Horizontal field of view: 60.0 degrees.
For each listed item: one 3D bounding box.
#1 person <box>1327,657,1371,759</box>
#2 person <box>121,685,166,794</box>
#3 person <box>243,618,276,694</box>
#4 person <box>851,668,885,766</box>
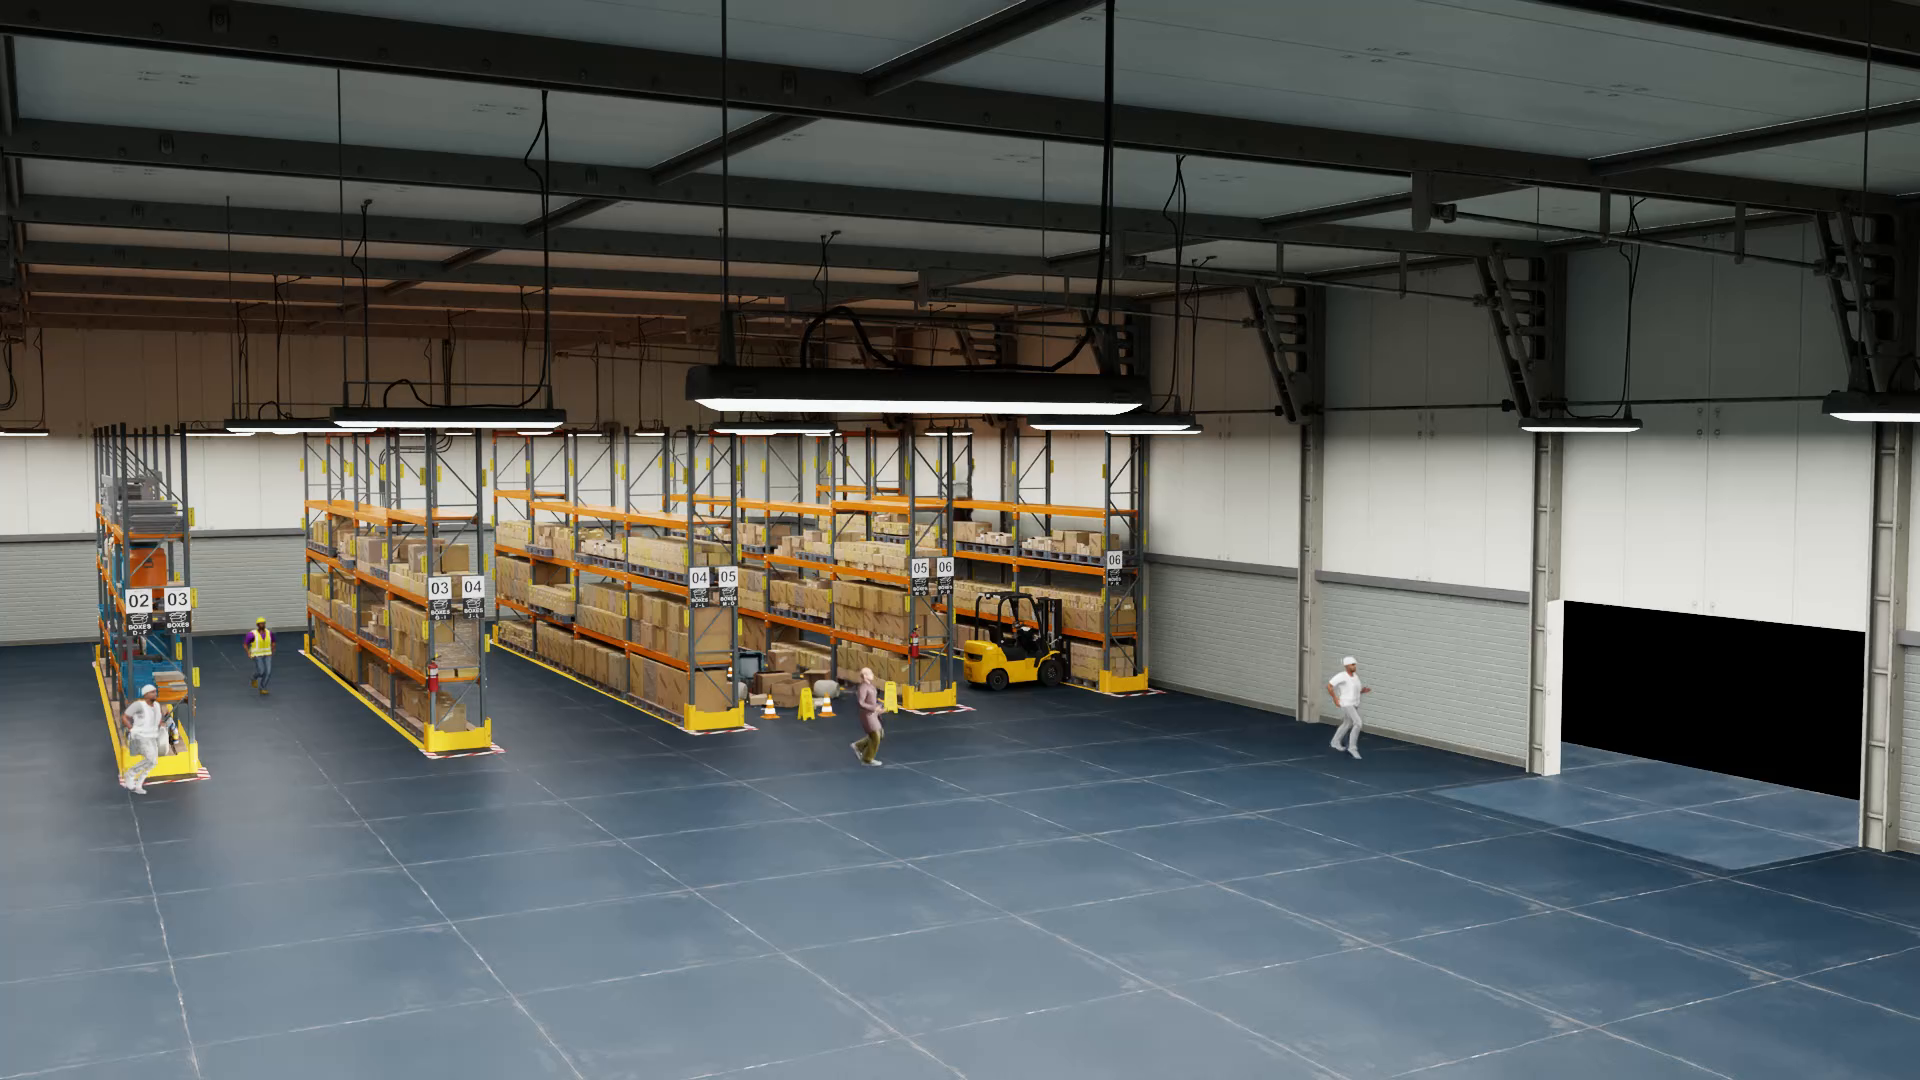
[{"bbox_3d":[7.039,3.022,30.053,0.770,1.831,0.672,3,4,38],"label":"person"},{"bbox_3d":[-13.215,3.229,27.069,0.555,1.743,0.691,1,3,9],"label":"person"},{"bbox_3d":[-15.703,2.601,37.398,0.701,1.716,0.587,-3,5,-44],"label":"person"},{"bbox_3d":[-1.596,3.133,29.099,0.663,1.643,0.706,0,3,8],"label":"person"}]
